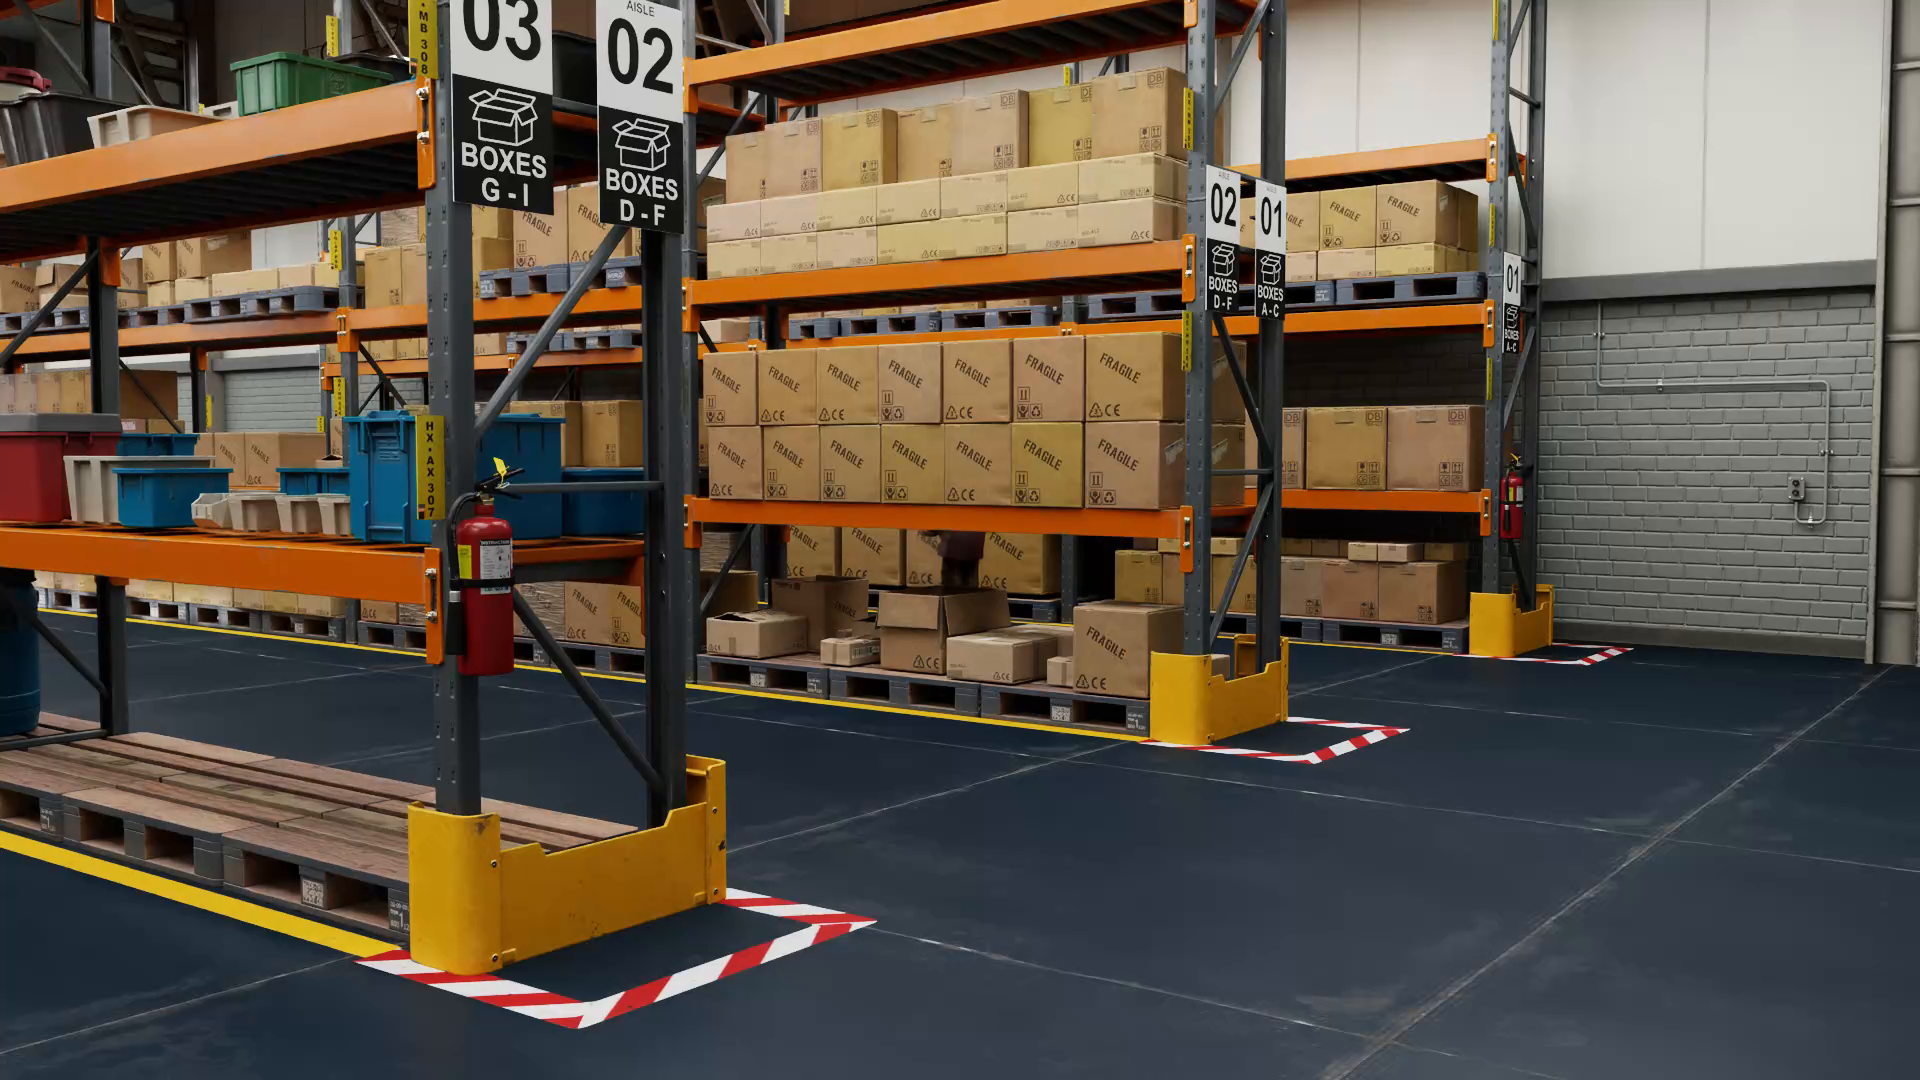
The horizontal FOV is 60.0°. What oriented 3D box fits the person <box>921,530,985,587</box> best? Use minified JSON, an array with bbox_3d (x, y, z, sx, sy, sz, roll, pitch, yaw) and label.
[{"bbox_3d":[-0.056,-0.059,15.044,0.565,1.779,0.524,2,4,35],"label":"person"}]
